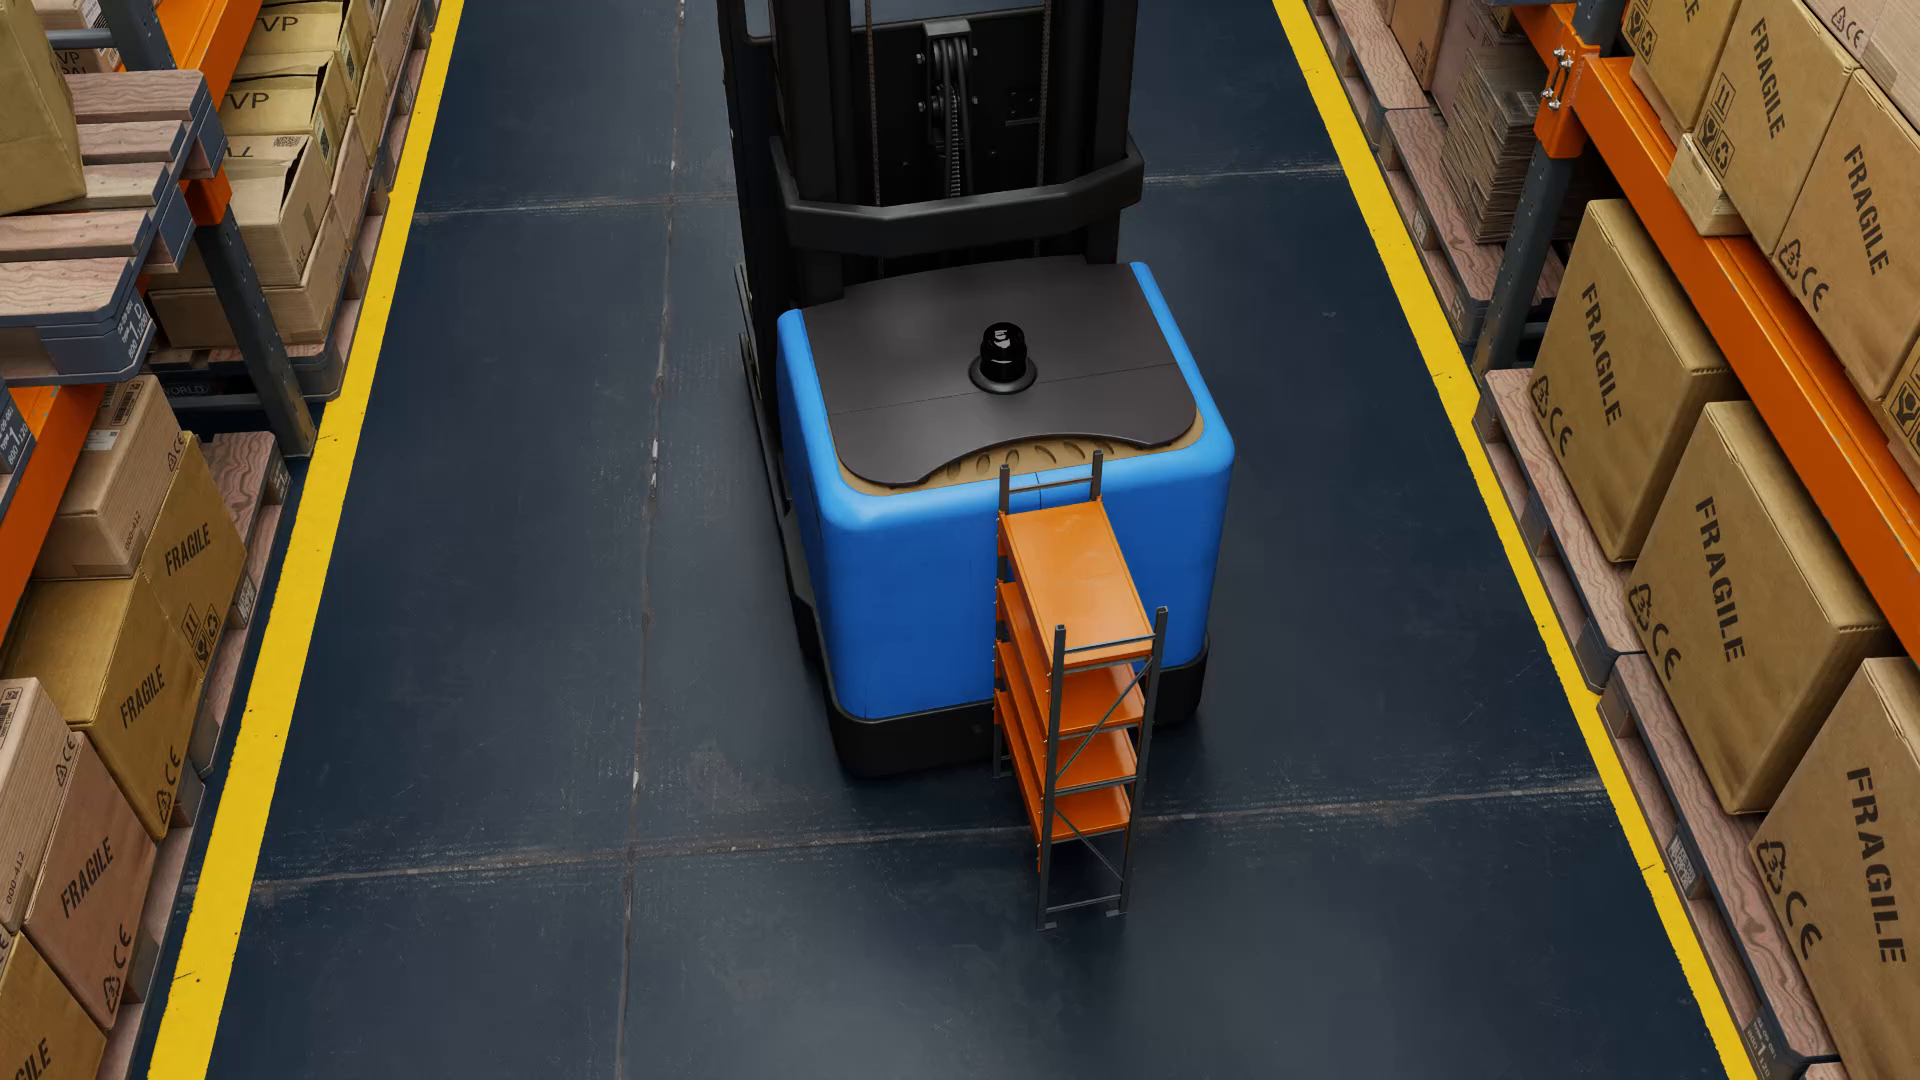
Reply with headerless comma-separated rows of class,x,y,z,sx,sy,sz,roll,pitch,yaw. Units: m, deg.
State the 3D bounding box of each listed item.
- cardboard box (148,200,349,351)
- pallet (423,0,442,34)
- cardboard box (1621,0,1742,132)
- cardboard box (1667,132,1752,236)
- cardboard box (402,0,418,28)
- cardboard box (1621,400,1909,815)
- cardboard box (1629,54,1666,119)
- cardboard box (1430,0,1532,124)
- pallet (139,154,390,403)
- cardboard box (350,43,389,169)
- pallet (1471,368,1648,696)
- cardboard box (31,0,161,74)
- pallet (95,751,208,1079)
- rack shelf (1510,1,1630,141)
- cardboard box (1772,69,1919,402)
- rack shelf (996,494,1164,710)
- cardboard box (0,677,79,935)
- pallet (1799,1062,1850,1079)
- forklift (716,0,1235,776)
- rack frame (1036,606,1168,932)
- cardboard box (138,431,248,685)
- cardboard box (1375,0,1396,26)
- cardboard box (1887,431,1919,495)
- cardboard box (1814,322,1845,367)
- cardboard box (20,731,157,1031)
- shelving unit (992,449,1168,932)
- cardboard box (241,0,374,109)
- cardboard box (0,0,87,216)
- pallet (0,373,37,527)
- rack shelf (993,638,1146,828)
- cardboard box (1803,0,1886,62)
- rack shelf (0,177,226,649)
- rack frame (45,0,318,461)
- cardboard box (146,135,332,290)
cardboard box,-2.401,-0.909,5.649,0.500,0.250,0.500,-4,47,-3
pallet,-2.885,-2.718,7.679,1.003,0.211,1.213,-3,47,-3
cardboard box,2.071,-1.394,4.216,0.500,0.500,0.500,-2,47,-2
cardboard box,2.033,-0.905,4.200,0.380,0.149,0.250,-2,47,-2
cardboard box,-2.578,-2.388,7.050,0.500,0.250,0.500,-3,47,-2
cardboard box,2.284,0.152,4.232,0.750,0.750,0.750,-4,47,-3
cardboard box,2.083,-1.285,4.561,0.380,0.149,0.250,-4,47,-4
cardboard box,2.246,-1.806,6.313,0.700,0.500,0.500,-4,47,-3
pallet,-2.680,-0.952,6.007,1.003,0.211,1.213,-3,47,-3
cardboard box,-2.494,-1.648,6.350,0.500,0.250,0.500,-5,47,-4
pallet,2.277,-0.083,5.183,1.003,0.211,1.213,-3,47,-3
cardboard box,-2.637,-1.548,4.712,0.500,0.311,0.500,-1,47,-1
pallet,-2.526,1.069,4.093,1.003,0.211,1.213,-3,47,-3
rack shelf,2.118,-2.817,6.347,1.077,0.370,4.000,-3,47,-3
cardboard box,2.146,-0.655,3.517,0.500,0.500,0.500,-4,47,-3
rack shelf,0.262,0.131,3.758,0.258,0.148,0.480,-9,47,-9
cardboard box,-2.239,0.580,3.537,0.500,0.250,0.500,-4,47,-4
pallet,2.481,1.682,3.511,1.003,0.211,1.213,-3,47,-3
forklift,-0.137,-1.454,4.608,1.130,2.935,3.031,-9,47,-9
rack frame,0.315,0.575,3.879,0.240,1.200,0.015,-9,47,-9
cardboard box,-2.338,0.057,4.548,0.500,0.500,0.500,-2,47,-2
cardboard box,2.125,-2.529,6.998,0.700,0.500,0.500,-3,47,-3
cardboard box,2.222,-0.176,3.510,0.380,0.149,0.250,-3,47,-3
cardboard box,2.207,-0.543,3.858,0.380,0.149,0.250,-3,47,-2
cardboard box,-2.245,0.811,3.834,0.500,0.500,0.500,-5,47,-5
shelving unit,0.262,0.402,4.043,0.258,1.200,0.503,-9,47,-9
cardboard box,-2.494,-1.850,6.155,0.500,0.311,0.500,-5,47,-4
cardboard box,-2.485,-1.043,3.814,0.700,0.500,0.500,-18,49,-16
pallet,-2.483,0.159,3.165,1.003,0.211,1.213,-3,47,-3
rack shelf,0.262,0.448,4.092,0.258,0.148,0.480,-9,47,-9
cardboard box,2.113,-1.286,3.598,0.500,0.250,0.500,-4,47,-4
rack shelf,-2.483,0.381,3.319,1.077,0.370,4.000,-3,47,-3
rack frame,-2.650,-1.313,4.428,1.000,3.000,0.127,-3,47,-3
cardboard box,-2.401,-1.102,5.446,0.500,0.311,0.500,-2,47,-2
